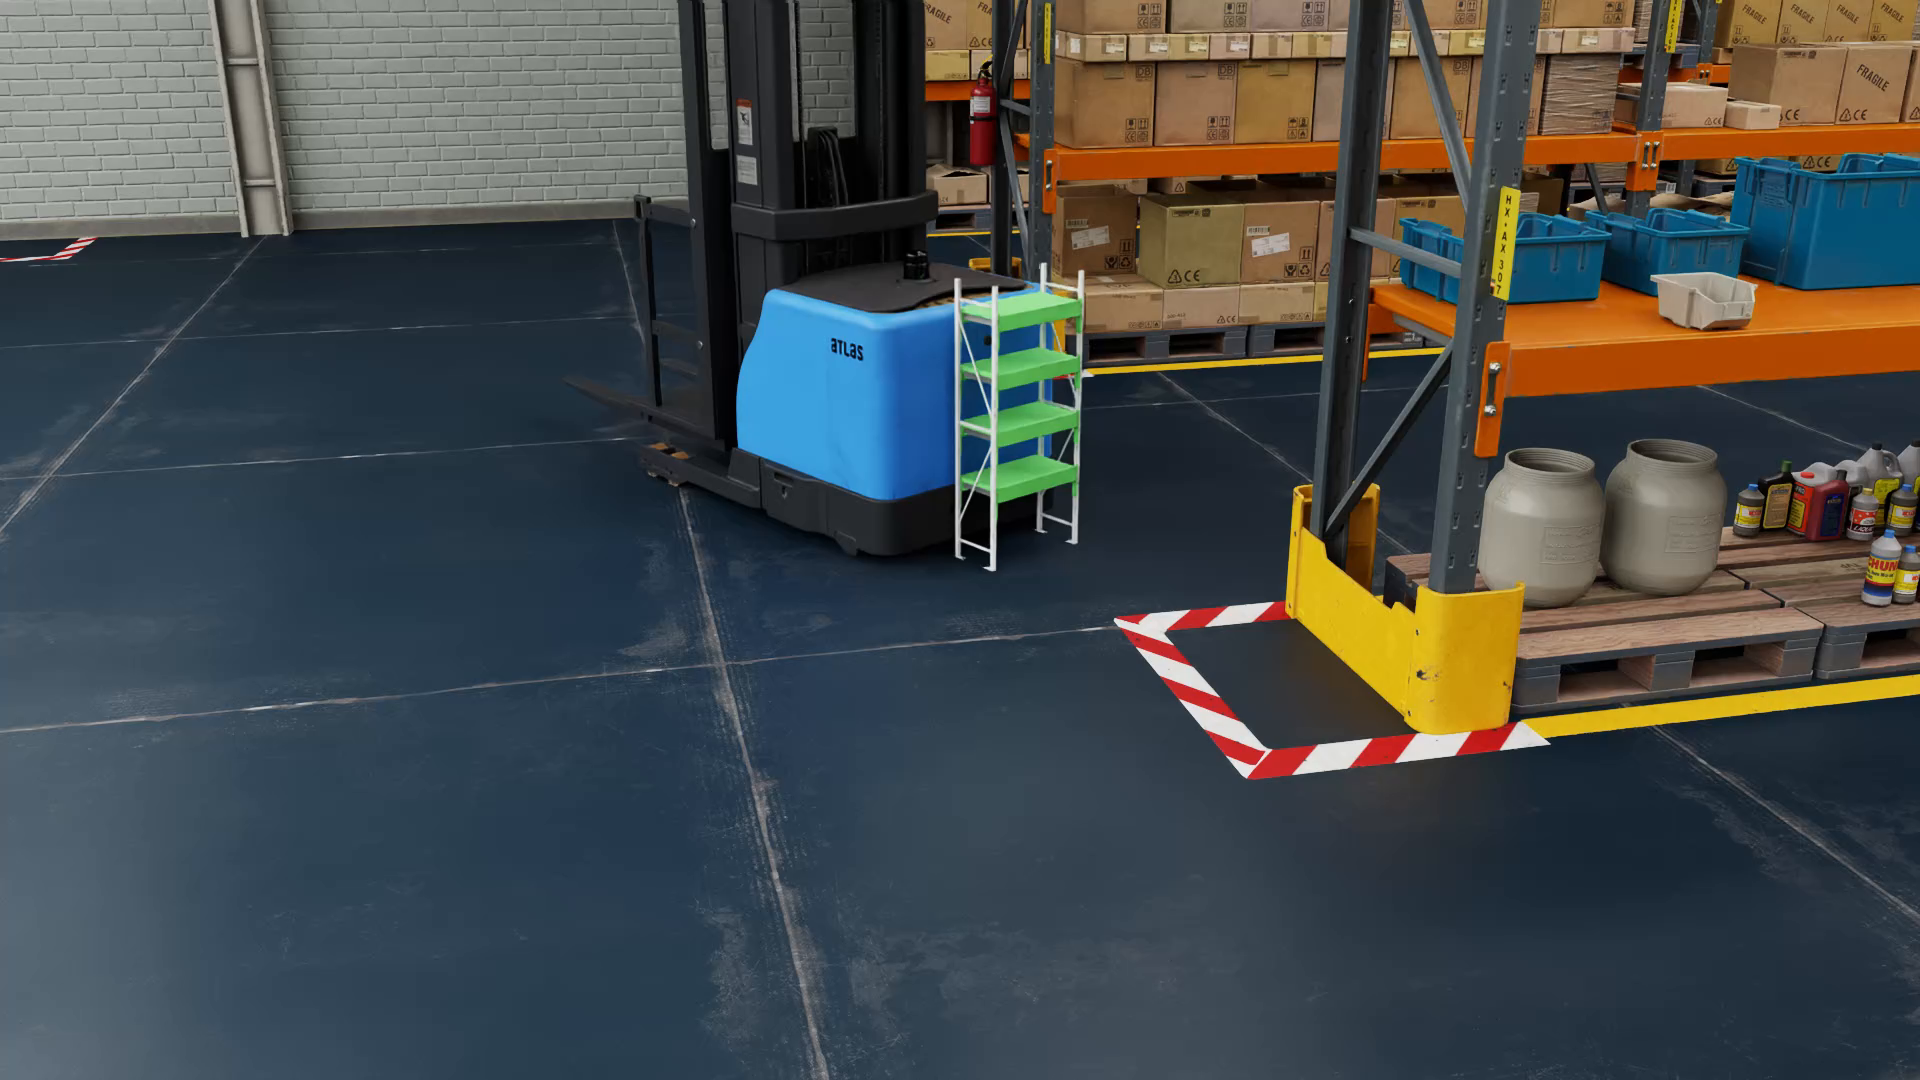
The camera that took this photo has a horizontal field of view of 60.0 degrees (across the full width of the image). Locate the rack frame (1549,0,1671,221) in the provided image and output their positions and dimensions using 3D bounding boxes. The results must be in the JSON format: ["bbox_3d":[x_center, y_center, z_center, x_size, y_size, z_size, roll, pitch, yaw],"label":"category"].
[{"bbox_3d":[4.263,-2.916,10.914,0.127,3.000,1.000,-5,21,-12],"label":"rack frame"}]

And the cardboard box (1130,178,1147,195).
[{"bbox_3d":[1.559,-3.322,15.528,0.250,0.149,0.380,-6,21,-17],"label":"cardboard box"}]

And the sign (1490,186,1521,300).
[{"bbox_3d":[1.629,-0.887,4.972,0.005,0.325,0.100,-5,21,-12],"label":"sign"}]

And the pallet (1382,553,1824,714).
[{"bbox_3d":[2.362,0.284,6.233,1.213,0.211,1.003,-5,21,-12],"label":"pallet"}]

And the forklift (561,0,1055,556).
[{"bbox_3d":[-0.927,-1.736,7.792,1.130,2.935,3.031,-17,26,-39],"label":"forklift"}]

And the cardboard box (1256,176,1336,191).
[{"bbox_3d":[2.281,-2.123,11.046,0.500,0.500,0.500,-5,21,-12],"label":"cardboard box"}]

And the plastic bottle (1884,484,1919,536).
[{"bbox_3d":[3.811,-0.125,6.724,0.097,0.201,0.097,0,20,0],"label":"plastic bottle"}]

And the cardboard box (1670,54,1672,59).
[{"bbox_3d":[7.270,-4.894,16.649,0.250,0.149,0.380,-4,21,-12],"label":"cardboard box"}]

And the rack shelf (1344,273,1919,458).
[{"bbox_3d":[3.453,-0.762,6.079,4.000,0.370,1.077,-5,21,-12],"label":"rack shelf"}]

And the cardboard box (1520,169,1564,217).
[{"bbox_3d":[3.740,-2.242,11.372,0.500,0.500,0.500,-5,21,-12],"label":"cardboard box"}]

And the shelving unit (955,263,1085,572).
[{"bbox_3d":[0.247,-0.518,6.985,0.503,1.200,0.258,-17,26,-39],"label":"shelving unit"}]

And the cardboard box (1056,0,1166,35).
[{"bbox_3d":[0.880,-3.293,9.910,0.500,0.500,0.700,-5,21,-12],"label":"cardboard box"}]

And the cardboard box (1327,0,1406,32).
[{"bbox_3d":[2.368,-3.416,10.247,0.500,0.500,0.700,-5,21,-12],"label":"cardboard box"}]

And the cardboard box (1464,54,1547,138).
[{"bbox_3d":[3.321,-2.882,10.676,0.500,0.500,0.700,-5,21,-13],"label":"cardboard box"}]

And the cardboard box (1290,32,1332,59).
[{"bbox_3d":[2.055,-3.013,10.089,0.250,0.149,0.380,-5,21,-13],"label":"cardboard box"}]

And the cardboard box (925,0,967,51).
[{"bbox_3d":[-0.239,-4.486,14.298,0.500,0.500,0.500,-5,21,-12],"label":"cardboard box"}]

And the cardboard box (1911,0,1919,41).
[{"bbox_3d":[9.529,-5.202,16.547,0.500,0.500,0.500,-5,21,-12],"label":"cardboard box"}]

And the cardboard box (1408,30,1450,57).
[{"bbox_3d":[2.812,-3.074,10.258,0.250,0.149,0.380,-4,21,-11],"label":"cardboard box"}]

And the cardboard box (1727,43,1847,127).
[{"bbox_3d":[5.527,-3.060,11.162,0.500,0.500,0.500,-3,20,-9],"label":"cardboard box"}]

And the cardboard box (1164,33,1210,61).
[{"bbox_3d":[1.302,-2.951,9.921,0.250,0.149,0.380,-5,21,-12],"label":"cardboard box"}]

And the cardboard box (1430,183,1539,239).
[{"bbox_3d":[3.373,-2.029,10.789,0.500,0.500,0.500,-5,21,-12],"label":"cardboard box"}]

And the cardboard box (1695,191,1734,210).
[{"bbox_3d":[5.583,-2.296,11.792,0.500,0.311,0.500,-5,21,-13],"label":"cardboard box"}]

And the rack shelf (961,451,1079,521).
[{"bbox_3d":[0.247,-0.233,7.090,0.480,0.148,0.258,-17,26,-39],"label":"rack shelf"}]

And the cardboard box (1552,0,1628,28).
[{"bbox_3d":[3.833,-3.535,10.572,0.500,0.500,0.700,-5,21,-12],"label":"cardboard box"}]

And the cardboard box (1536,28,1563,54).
[{"bbox_3d":[3.553,-3.134,10.421,0.250,0.149,0.380,-5,21,-14],"label":"cardboard box"}]

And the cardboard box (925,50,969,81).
[{"bbox_3d":[-0.225,-4.129,14.414,0.500,0.250,0.500,-5,21,-14],"label":"cardboard box"}]

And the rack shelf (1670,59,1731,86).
[{"bbox_3d":[8.959,-4.711,16.860,4.000,0.370,1.077,-5,21,-12],"label":"rack shelf"}]

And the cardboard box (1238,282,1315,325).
[{"bbox_3d":[1.916,-1.554,10.582,0.500,0.250,0.500,-5,21,-12],"label":"cardboard box"}]

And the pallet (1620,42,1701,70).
[{"bbox_3d":[6.344,-4.708,16.086,1.003,0.211,1.213,-5,21,-12],"label":"pallet"}]

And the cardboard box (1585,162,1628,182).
[{"bbox_3d":[6.324,-3.849,16.456,0.500,0.500,0.700,-4,21,-12],"label":"cardboard box"}]

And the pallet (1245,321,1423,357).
[{"bbox_3d":[2.290,-1.460,10.994,1.213,0.211,1.003,-5,21,-12],"label":"pallet"}]

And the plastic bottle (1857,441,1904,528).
[{"bbox_3d":[3.740,-0.232,6.799,0.185,0.351,0.144,-4,20,-10],"label":"plastic bottle"}]

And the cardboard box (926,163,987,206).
[{"bbox_3d":[-0.079,-3.226,15.030,0.500,0.311,0.500,-7,21,-19],"label":"cardboard box"}]

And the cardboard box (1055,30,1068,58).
[{"bbox_3d":[0.699,-3.045,10.178,0.250,0.149,0.380,-5,21,-13],"label":"cardboard box"}]

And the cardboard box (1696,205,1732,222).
[{"bbox_3d":[5.211,-2.073,11.184,0.500,0.311,0.500,-5,21,-13],"label":"cardboard box"}]

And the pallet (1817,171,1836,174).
[{"bbox_3d":[8.982,-3.714,17.146,1.213,0.211,1.003,-5,21,-12],"label":"pallet"}]

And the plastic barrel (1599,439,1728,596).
[{"bbox_3d":[2.618,-0.088,6.199,0.421,0.512,0.421,0,20,0],"label":"plastic barrel"}]

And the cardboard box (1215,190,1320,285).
[{"bbox_3d":[1.914,-1.910,10.464,0.500,0.500,0.500,-5,21,-12],"label":"cardboard box"}]

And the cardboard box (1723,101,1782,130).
[{"bbox_3d":[5.173,-2.800,10.962,0.250,0.149,0.380,-5,21,-12],"label":"cardboard box"}]

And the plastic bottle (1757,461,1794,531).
[{"bbox_3d":[3.303,-0.180,6.754,0.133,0.283,0.061,-4,21,-11],"label":"plastic bottle"}]

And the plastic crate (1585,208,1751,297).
[{"bbox_3d":[2.558,-1.061,6.065,0.408,0.251,0.499,-5,21,-12],"label":"plastic crate"}]

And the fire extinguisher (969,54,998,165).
[{"bbox_3d":[0.149,-2.709,10.462,0.183,0.674,0.296,-5,21,-12],"label":"fire extinguisher"}]

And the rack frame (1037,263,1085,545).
[{"bbox_3d":[0.428,-0.575,7.139,0.015,1.200,0.240,-17,26,-39],"label":"rack frame"}]

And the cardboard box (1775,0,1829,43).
[{"bbox_3d":[8.056,-5.078,16.208,0.500,0.500,0.500,-4,20,-11],"label":"cardboard box"}]

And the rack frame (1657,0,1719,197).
[{"bbox_3d":[7.013,-4.891,16.304,0.127,3.000,1.000,-5,21,-12],"label":"rack frame"}]

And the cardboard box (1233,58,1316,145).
[{"bbox_3d":[1.823,-2.760,10.342,0.500,0.500,0.700,-5,21,-12],"label":"cardboard box"}]

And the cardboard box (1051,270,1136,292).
[{"bbox_3d":[0.825,-1.647,10.837,0.500,0.250,0.500,-5,21,-12],"label":"cardboard box"}]

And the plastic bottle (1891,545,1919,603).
[{"bbox_3d":[3.444,0.119,6.058,0.097,0.201,0.097,0,20,0],"label":"plastic bottle"}]

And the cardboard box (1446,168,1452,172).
[{"bbox_3d":[4.830,-3.755,16.200,0.500,0.500,0.700,-4,21,-12],"label":"cardboard box"}]

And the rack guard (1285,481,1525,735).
[{"bbox_3d":[1.570,0.211,6.012,0.348,0.500,1.175,-5,21,-12],"label":"rack guard"}]

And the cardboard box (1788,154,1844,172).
[{"bbox_3d":[8.612,-4.160,16.824,0.750,0.750,0.750,-5,21,-13],"label":"cardboard box"}]
